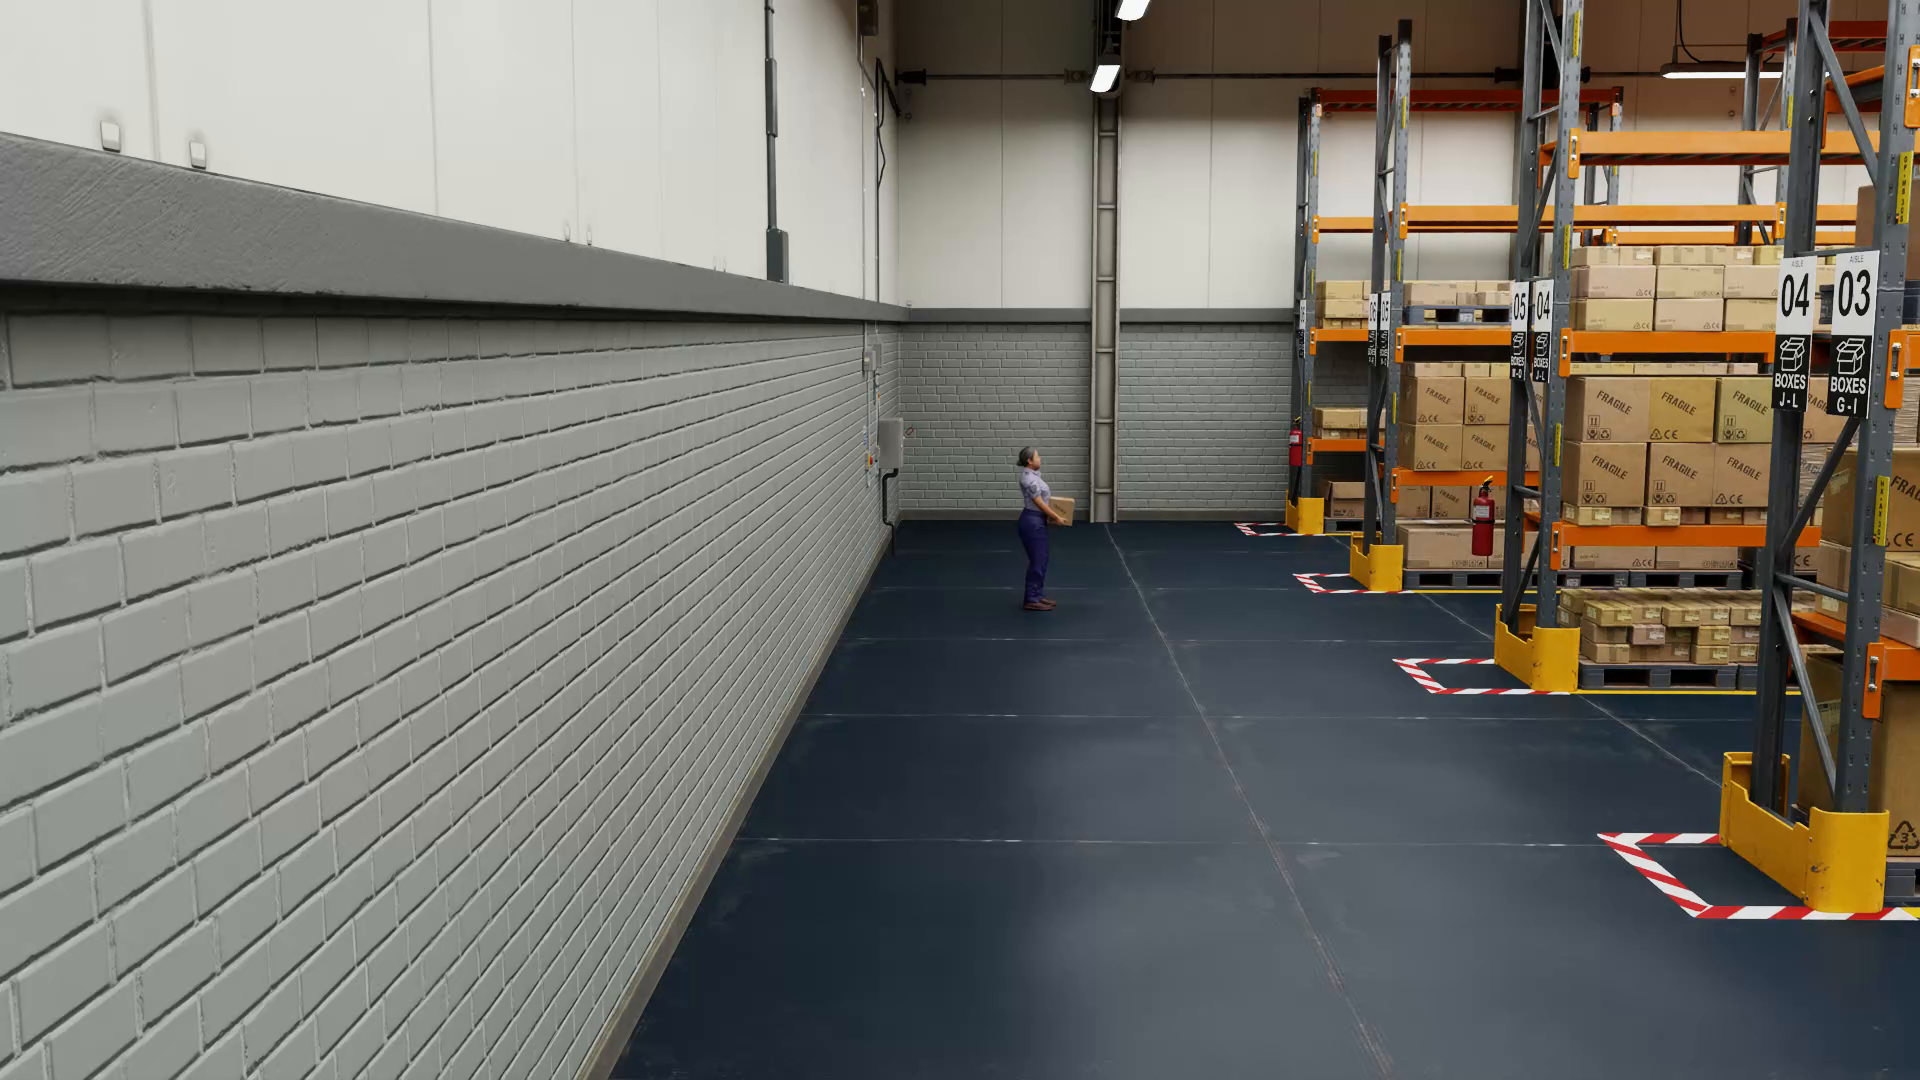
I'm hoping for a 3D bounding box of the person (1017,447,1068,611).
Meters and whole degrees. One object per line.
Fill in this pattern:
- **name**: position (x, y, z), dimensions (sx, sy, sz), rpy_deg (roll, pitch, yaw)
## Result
- **person**: position (0.832, -0.123, 16.840), dimensions (0.524, 1.635, 0.452), rpy_deg (0, 7, 2)
